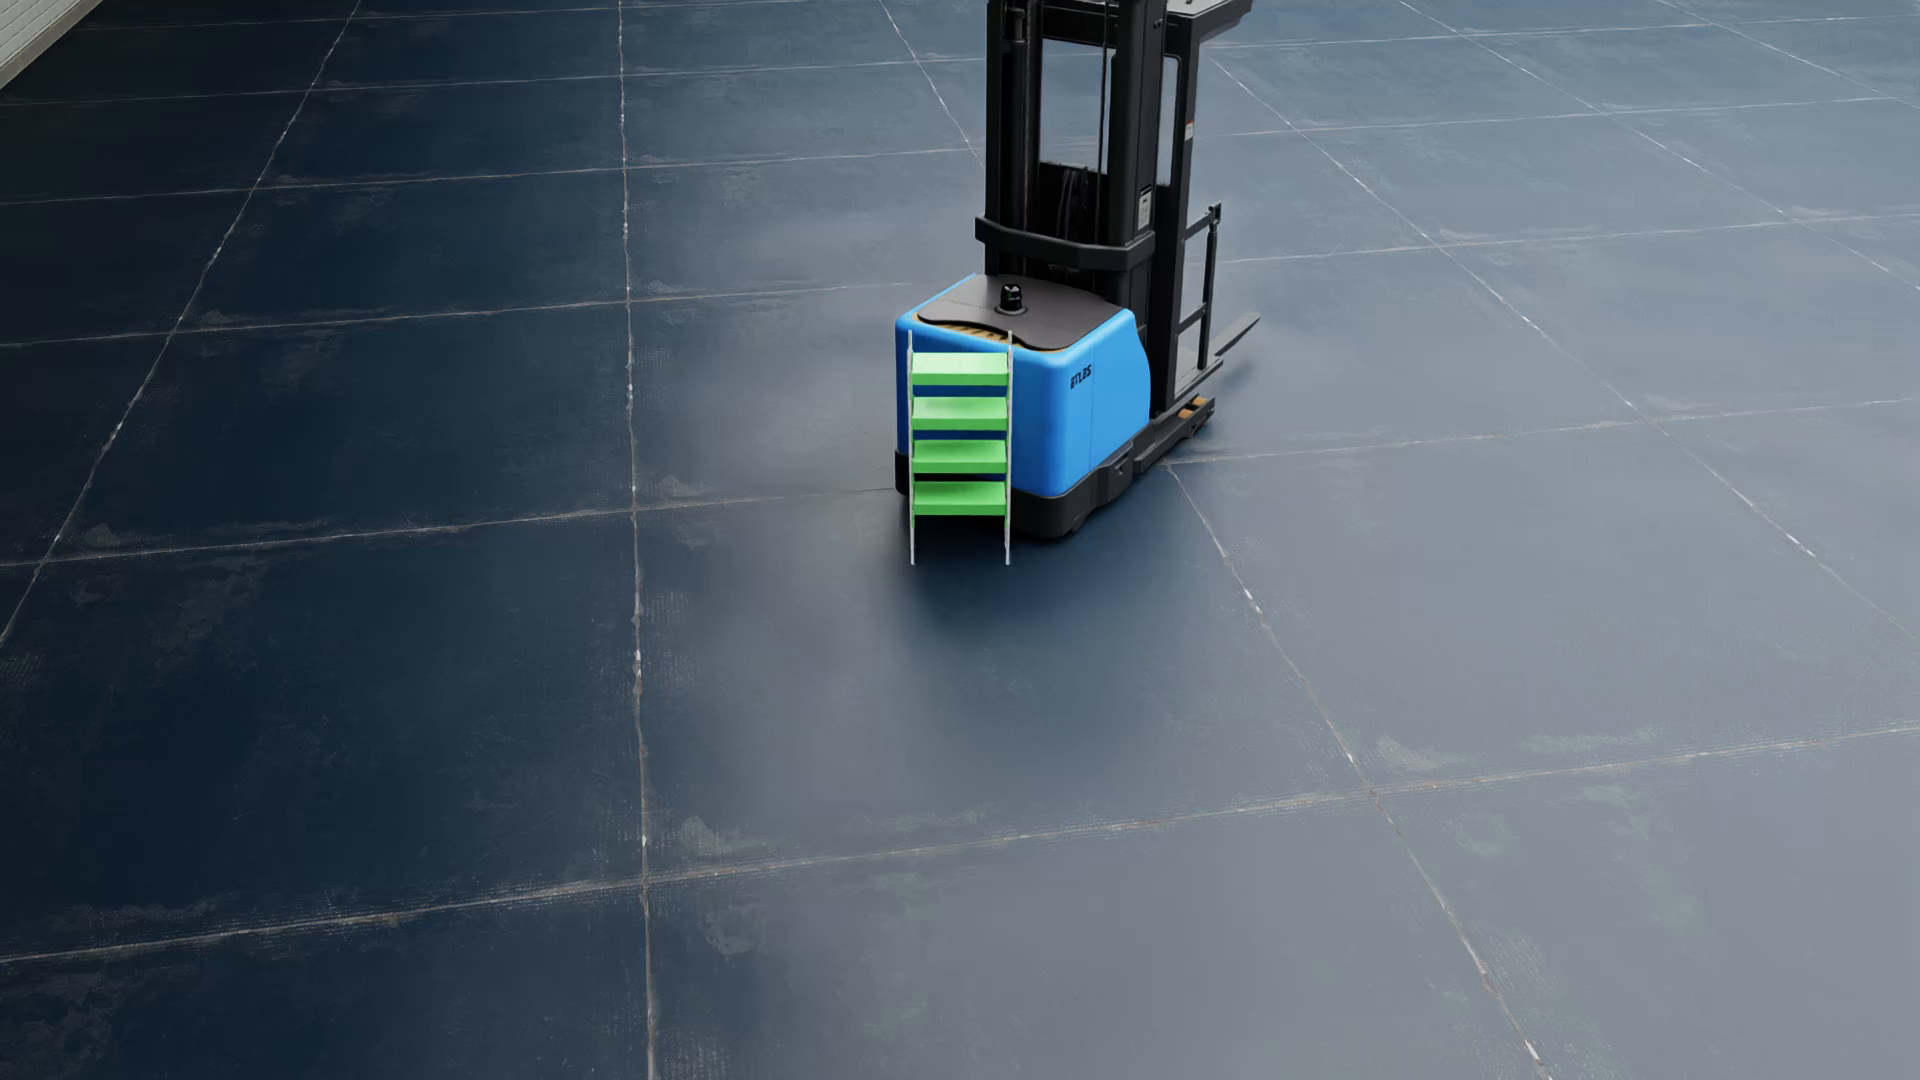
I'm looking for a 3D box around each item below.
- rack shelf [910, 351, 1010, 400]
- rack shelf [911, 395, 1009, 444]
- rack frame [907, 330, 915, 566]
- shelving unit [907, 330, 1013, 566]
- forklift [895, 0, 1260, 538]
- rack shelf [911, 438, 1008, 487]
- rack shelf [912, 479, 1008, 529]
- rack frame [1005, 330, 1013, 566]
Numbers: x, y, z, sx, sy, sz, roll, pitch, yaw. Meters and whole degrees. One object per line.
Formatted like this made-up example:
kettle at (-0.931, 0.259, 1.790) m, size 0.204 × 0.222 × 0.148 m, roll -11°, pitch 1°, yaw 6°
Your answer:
rack shelf at (0.000, -0.805, 8.115) m, size 0.480 × 0.148 × 0.258 m, roll 0°, pitch 30°, yaw 0°
rack shelf at (0.000, -0.599, 8.237) m, size 0.480 × 0.148 × 0.258 m, roll 0°, pitch 30°, yaw 0°
rack frame at (-0.244, -0.447, 8.327) m, size 0.015 × 1.200 × 0.240 m, roll 0°, pitch 30°, yaw 0°
shelving unit at (0.000, -0.447, 8.326) m, size 0.503 × 1.200 × 0.258 m, roll 0°, pitch 30°, yaw 0°
forklift at (0.861, -1.980, 9.226) m, size 1.130 × 2.935 × 3.031 m, roll 18°, pitch 35°, yaw 27°
rack shelf at (0.000, -0.392, 8.358) m, size 0.480 × 0.148 × 0.258 m, roll 0°, pitch 30°, yaw 0°
rack shelf at (0.000, -0.185, 8.480) m, size 0.480 × 0.148 × 0.258 m, roll 0°, pitch 30°, yaw 0°
rack frame at (0.244, -0.446, 8.325) m, size 0.015 × 1.200 × 0.240 m, roll 0°, pitch 30°, yaw 0°
